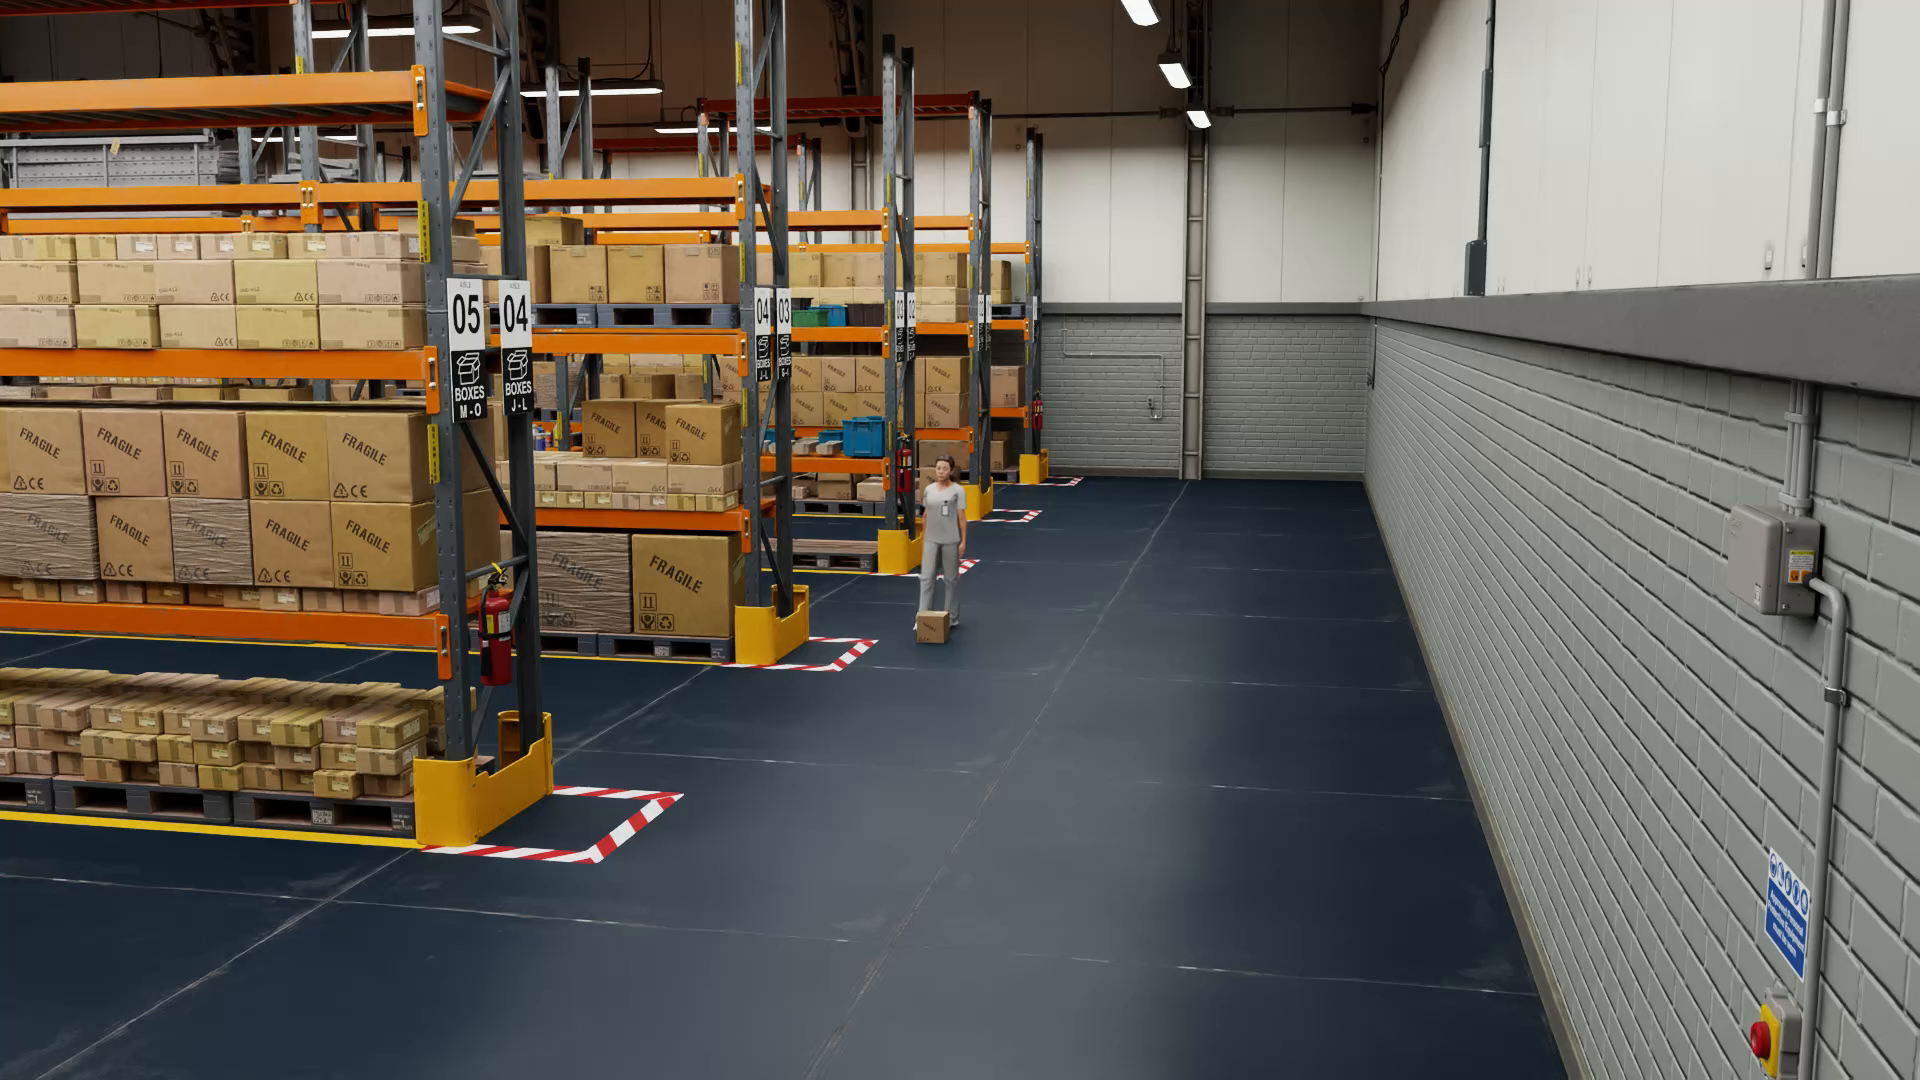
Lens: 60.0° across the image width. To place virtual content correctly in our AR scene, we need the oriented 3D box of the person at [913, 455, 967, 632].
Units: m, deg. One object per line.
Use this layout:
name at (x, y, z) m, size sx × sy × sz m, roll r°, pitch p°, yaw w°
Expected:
person at (-0.194, 0.040, 15.536) m, size 0.453 × 1.657 × 0.716 m, roll 3°, pitch 8°, yaw 18°
